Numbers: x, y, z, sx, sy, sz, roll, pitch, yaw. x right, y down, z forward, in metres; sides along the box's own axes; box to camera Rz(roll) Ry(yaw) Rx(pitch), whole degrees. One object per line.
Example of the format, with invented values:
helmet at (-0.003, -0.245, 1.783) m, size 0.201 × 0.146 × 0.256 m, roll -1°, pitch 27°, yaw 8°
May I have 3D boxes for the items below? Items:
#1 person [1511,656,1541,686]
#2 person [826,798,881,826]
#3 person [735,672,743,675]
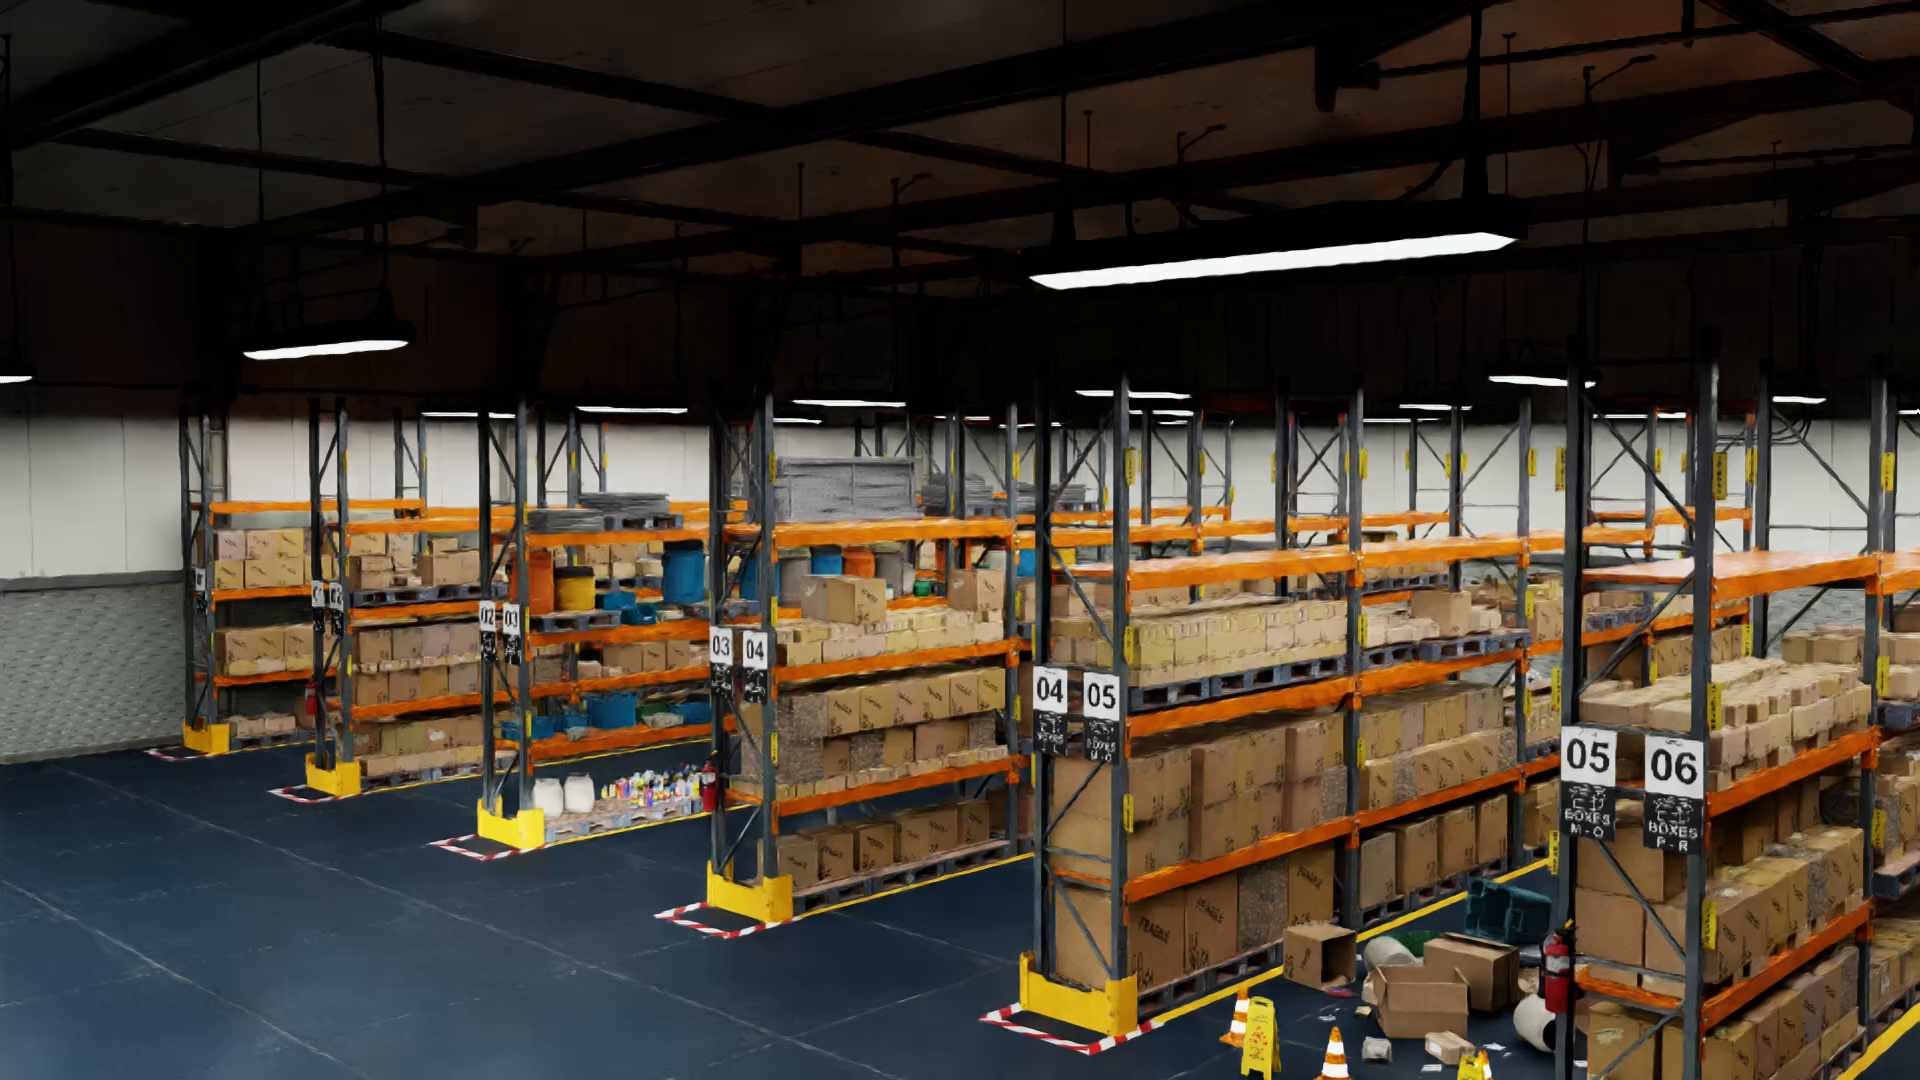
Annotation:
person at (9.721, 2.804, 28.604) m, size 1.126 × 1.675 × 0.542 m, roll -3°, pitch 4°, yaw -44°
person at (-1.416, 3.150, 22.006) m, size 0.955 × 1.721 × 0.574 m, roll -1°, pitch 3°, yaw -25°
person at (-4.594, 2.482, 35.699) m, size 0.592 × 1.625 × 0.532 m, roll 3°, pitch 4°, yaw 41°
